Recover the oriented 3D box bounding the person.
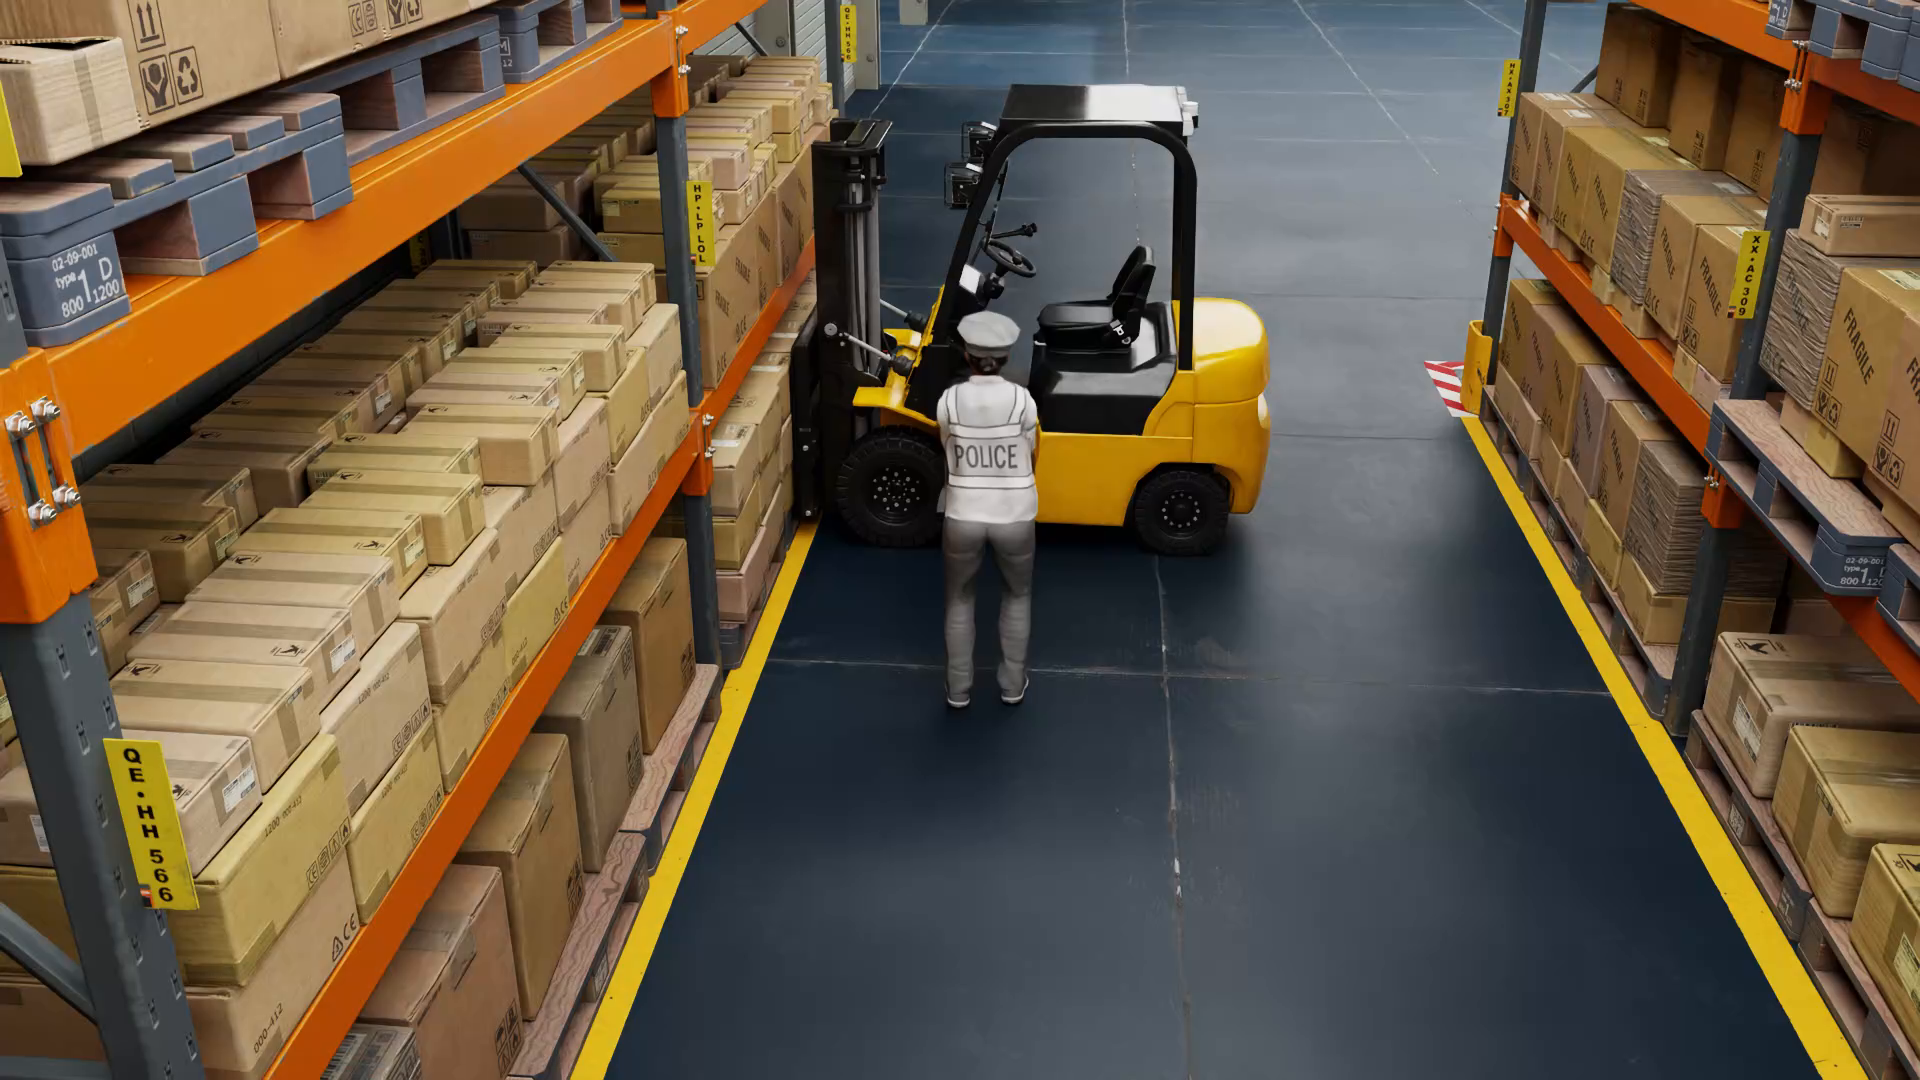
[{"bbox_3d":[0.114,-0.111,6.855,0.416,1.665,0.539,1,25,3],"label":"person"}]
